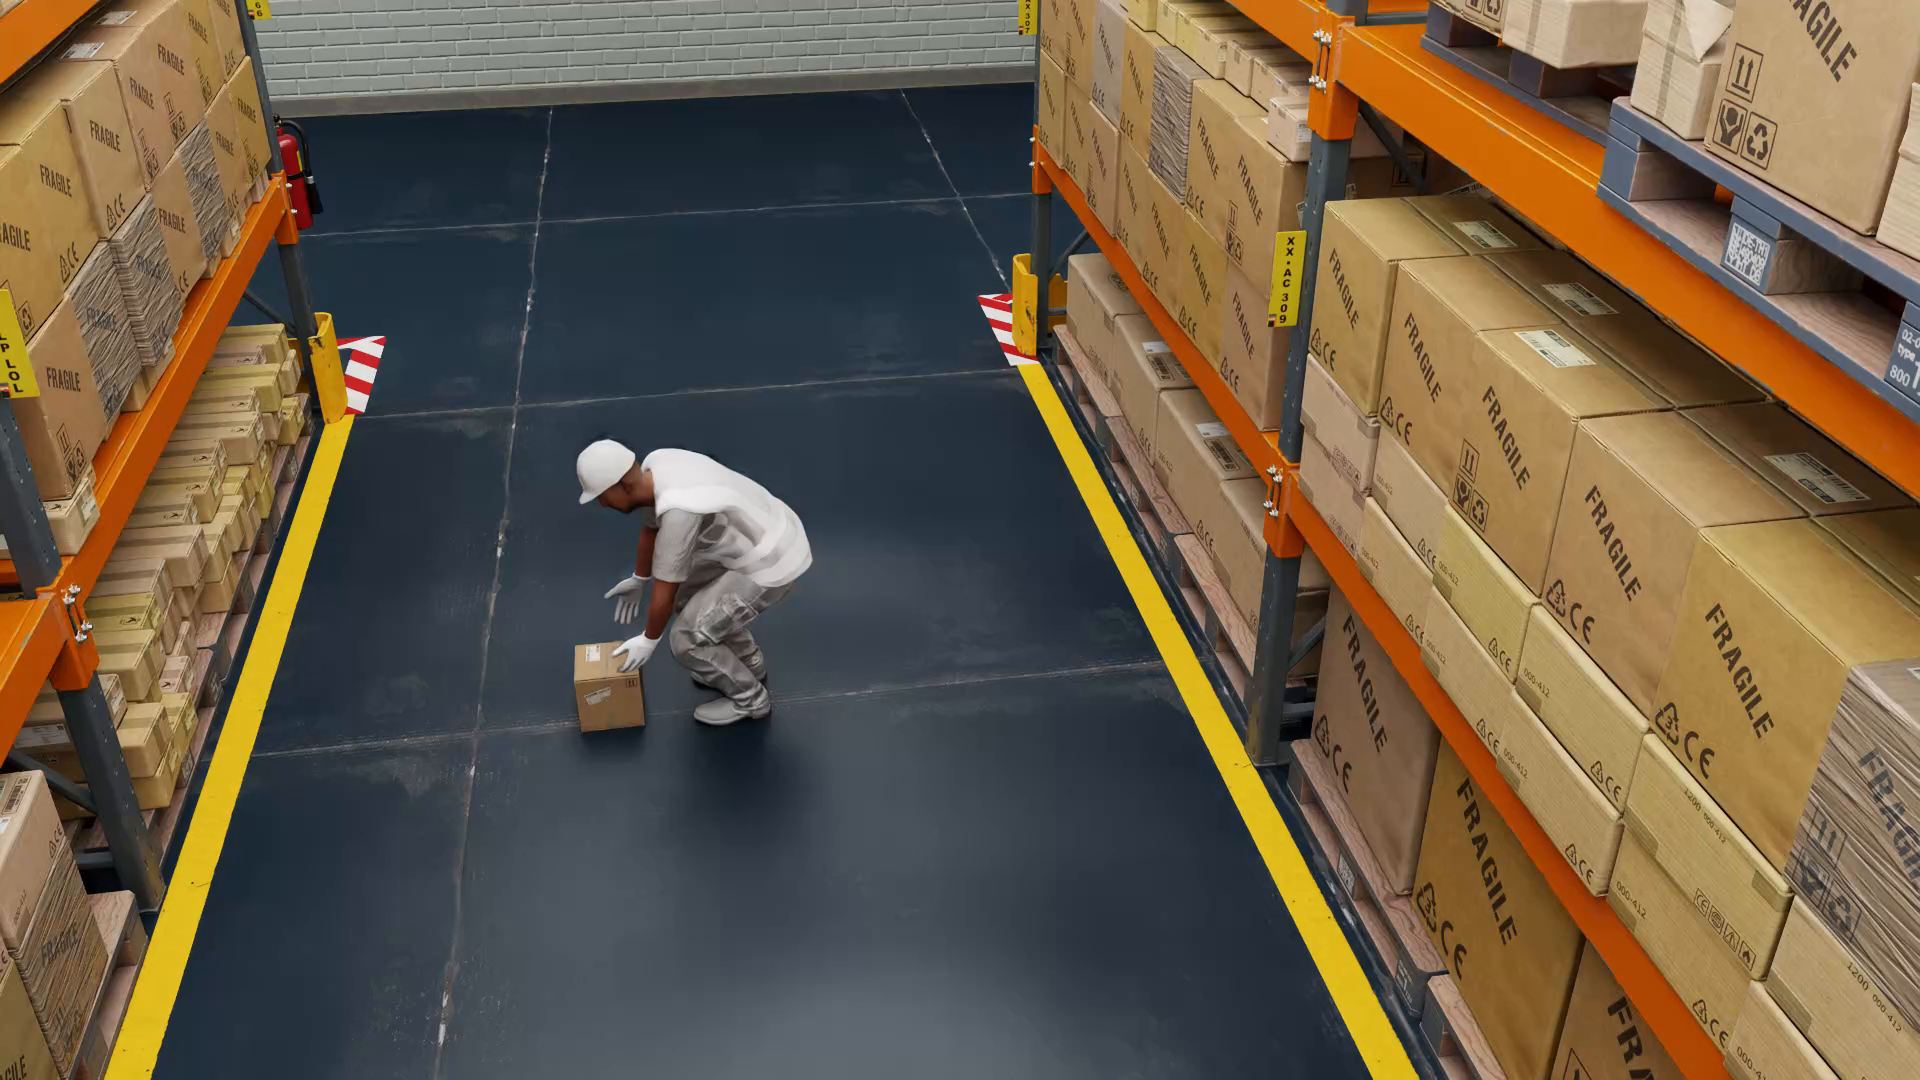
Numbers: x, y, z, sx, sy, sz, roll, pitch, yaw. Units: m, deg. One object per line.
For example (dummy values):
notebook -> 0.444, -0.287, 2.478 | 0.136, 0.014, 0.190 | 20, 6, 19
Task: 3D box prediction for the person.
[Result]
person -> -0.999, 0.142, 6.421 | 0.832, 1.227, 0.603 | -5, 31, -9
